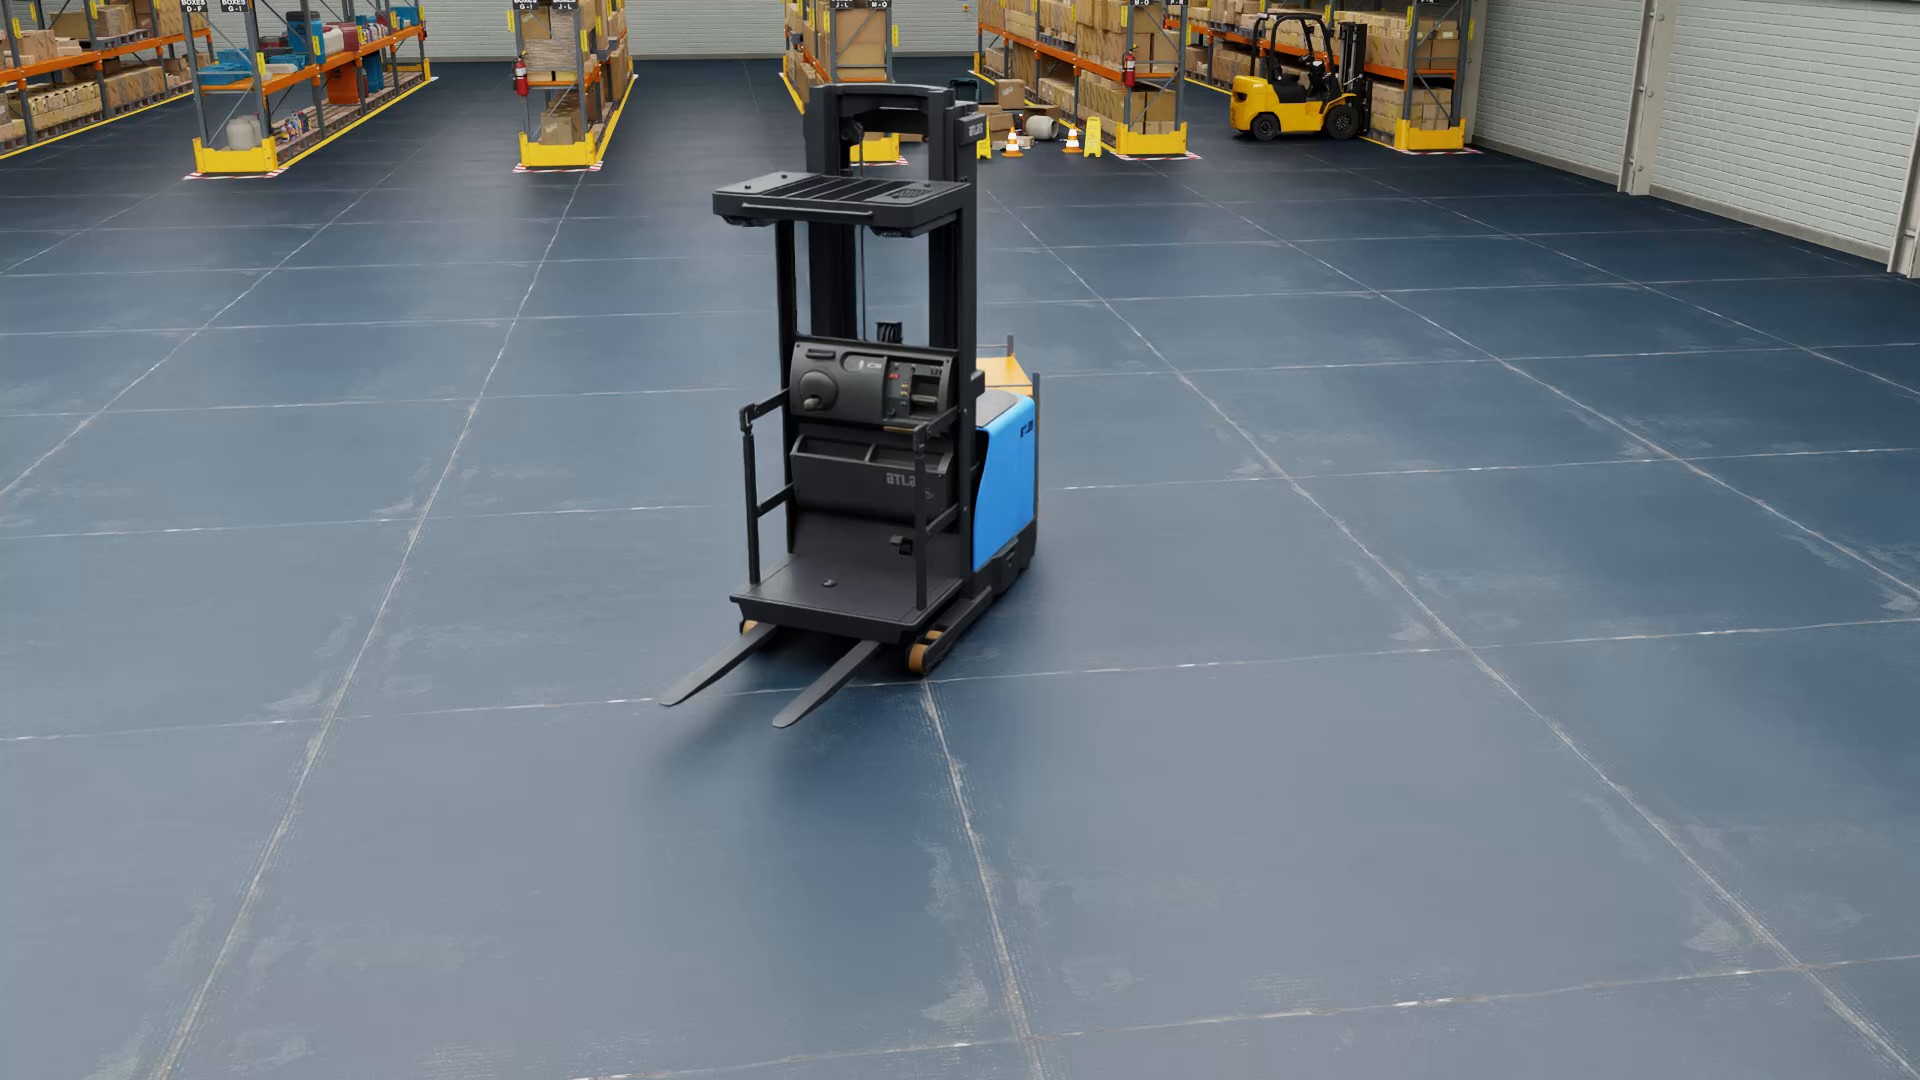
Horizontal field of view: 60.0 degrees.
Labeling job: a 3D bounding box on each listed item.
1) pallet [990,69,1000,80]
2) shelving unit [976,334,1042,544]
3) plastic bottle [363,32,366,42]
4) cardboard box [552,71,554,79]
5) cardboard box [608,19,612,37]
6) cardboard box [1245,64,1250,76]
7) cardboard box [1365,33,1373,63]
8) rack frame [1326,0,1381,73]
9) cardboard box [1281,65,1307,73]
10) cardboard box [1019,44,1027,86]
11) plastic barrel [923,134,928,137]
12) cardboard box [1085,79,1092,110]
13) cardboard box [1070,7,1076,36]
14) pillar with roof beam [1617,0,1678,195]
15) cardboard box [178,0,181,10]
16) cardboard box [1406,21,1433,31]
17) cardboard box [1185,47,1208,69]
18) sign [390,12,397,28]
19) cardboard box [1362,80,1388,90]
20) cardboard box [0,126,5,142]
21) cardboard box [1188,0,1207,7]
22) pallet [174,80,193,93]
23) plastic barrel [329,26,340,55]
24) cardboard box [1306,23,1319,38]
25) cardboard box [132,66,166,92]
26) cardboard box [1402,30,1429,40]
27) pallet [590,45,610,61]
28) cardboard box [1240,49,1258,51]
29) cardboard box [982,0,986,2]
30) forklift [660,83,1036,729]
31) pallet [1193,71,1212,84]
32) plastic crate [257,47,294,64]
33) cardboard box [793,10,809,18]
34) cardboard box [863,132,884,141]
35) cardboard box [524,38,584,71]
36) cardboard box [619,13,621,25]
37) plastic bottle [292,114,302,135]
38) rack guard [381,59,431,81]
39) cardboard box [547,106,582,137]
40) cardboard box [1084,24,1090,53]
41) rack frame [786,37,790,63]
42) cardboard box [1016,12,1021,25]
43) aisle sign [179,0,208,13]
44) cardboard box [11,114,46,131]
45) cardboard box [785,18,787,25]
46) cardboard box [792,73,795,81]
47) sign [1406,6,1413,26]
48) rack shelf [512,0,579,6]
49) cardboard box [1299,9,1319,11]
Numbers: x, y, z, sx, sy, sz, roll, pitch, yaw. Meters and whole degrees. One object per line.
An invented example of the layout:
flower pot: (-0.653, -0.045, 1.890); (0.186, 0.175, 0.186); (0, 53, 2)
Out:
pallet: (1.335, -11.555, 41.352); (1.003, 0.211, 1.213); (-3, 21, -8)
shelving unit: (0.179, -0.674, 10.914); (0.538, 1.125, 1.048); (-3, 21, -7)
plastic bottle: (-12.436, -10.470, 34.646); (0.097, 0.271, 0.097); (0, 20, 0)
cardboard box: (-6.811, -7.573, 27.065); (0.380, 0.149, 0.250); (-3, 21, -8)
cardboard box: (-7.484, -10.515, 34.439); (0.500, 0.500, 0.500); (-2, 21, -6)
cardboard box: (6.699, -10.373, 37.174); (0.500, 0.500, 0.500); (-3, 21, -9)
cardboard box: (7.634, -9.003, 30.390); (0.500, 0.500, 0.500); (-3, 21, -7)
rack frame: (7.611, -9.653, 32.273); (1.000, 3.000, 0.127); (-3, 21, -8)
cardboard box: (7.213, -9.679, 35.139); (0.875, 0.625, 0.625); (-2, 21, -6)
cardboard box: (1.853, -10.849, 37.914); (0.875, 0.875, 0.875); (-2, 21, -6)
plastic barrel: (-0.503, -7.594, 30.444); (0.512, 0.421, 0.421); (12, 24, 30)
cardboard box: (2.606, -8.258, 30.798); (0.500, 0.500, 0.500); (-2, 21, -6)
cardboard box: (2.406, -9.932, 31.854); (0.500, 0.500, 0.500); (-3, 21, -9)
pillar with roof beam: (5.584, -9.070, 22.139); (9.100, 9.000, 0.400); (-3, 21, -8)
cardboard box: (-18.077, -12.401, 38.059); (0.500, 0.500, 0.500); (-2, 21, -6)
cardboard box: (7.927, -8.871, 28.686); (0.380, 0.149, 0.250); (-3, 21, -8)
cardboard box: (5.937, -12.131, 41.880); (0.500, 0.500, 0.500); (-3, 21, -7)
sign: (-12.617, -11.578, 37.033); (0.100, 0.325, 0.005); (-3, 21, -8)
cardboard box: (7.585, -8.315, 30.593); (0.500, 0.250, 0.500); (-3, 21, -9)
cardboard box: (-16.478, -6.816, 28.008); (0.500, 0.250, 0.500); (-3, 21, -8)
cardboard box: (5.897, -13.538, 41.393); (0.500, 0.500, 0.500); (-2, 21, -6)
pallet: (-18.341, -10.527, 38.601); (1.003, 0.211, 1.213); (-3, 21, -8)
plastic barrel: (-12.164, -9.597, 31.966); (0.421, 0.512, 0.421); (0, 20, 0)
cardboard box: (7.206, -10.152, 33.109); (0.500, 0.250, 0.500); (-3, 21, -9)
cardboard box: (-17.709, -10.051, 36.285); (0.500, 0.500, 0.500); (-3, 21, -8)
cardboard box: (7.860, -8.724, 28.718); (0.380, 0.149, 0.250); (-3, 21, -7)
pallet: (-7.073, -9.083, 31.023); (1.003, 0.211, 1.213); (-3, 21, -8)
cardboard box: (6.839, -11.548, 39.394); (0.380, 0.149, 0.250); (-3, 21, -8)
cardboard box: (0.839, -13.712, 41.570); (0.500, 0.500, 0.500); (-3, 21, -9)
forklift: (-0.561, -0.825, 8.735); (1.130, 2.935, 3.031); (8, 22, 21)
pallet: (6.360, -11.354, 40.814); (1.003, 0.211, 1.213); (-3, 21, -8)
plastic crate: (-12.059, -8.435, 29.101); (0.767, 0.338, 0.504); (-3, 21, -8)
cardboard box: (-3.285, -11.006, 34.804); (0.380, 0.149, 0.250); (-4, 21, -10)
cardboard box: (-1.771, -7.164, 28.047); (0.875, 0.875, 0.875); (-3, 21, -7)
cardboard box: (-6.582, -7.894, 26.997); (0.875, 0.500, 0.500); (-3, 21, -8)
cardboard box: (-8.135, -12.089, 38.584); (0.500, 0.250, 0.500); (-3, 21, -8)
plastic bottle: (-11.556, -7.230, 28.944); (0.144, 0.351, 0.185); (-3, 21, -8)
rack guard: (-13.754, -11.643, 41.175); (1.175, 0.500, 0.348); (-3, 21, -8)
cardboard box: (-6.795, -7.182, 28.631); (0.500, 0.500, 0.500); (-1, 21, -3)
cardboard box: (2.583, -9.248, 30.622); (0.500, 0.500, 0.500); (-3, 21, -8)
rack frame: (-3.914, -13.271, 41.962); (1.000, 3.000, 0.127); (-3, 21, -8)
cardboard box: (1.555, -11.638, 37.089); (0.500, 0.250, 0.500); (-4, 21, -9)
aisle sign: (-11.715, -8.444, 25.323); (0.394, 0.787, 0.004); (-3, 21, -8)
cardboard box: (-16.723, -7.464, 29.742); (0.500, 0.250, 0.500); (-3, 21, -9)
cardboard box: (-4.128, -12.843, 41.174); (0.380, 0.149, 0.250); (-4, 21, -9)
cardboard box: (-3.731, -10.866, 38.996); (0.380, 0.149, 0.250); (-3, 21, -7)
sign: (7.649, -8.899, 28.261); (0.100, 0.325, 0.005); (-3, 21, -8)
rack shelf: (-6.819, -9.277, 28.008); (1.077, 0.370, 4.000); (-3, 21, -8)
cardboard box: (7.430, -11.201, 35.349); (0.380, 0.149, 0.250); (-2, 21, -6)
